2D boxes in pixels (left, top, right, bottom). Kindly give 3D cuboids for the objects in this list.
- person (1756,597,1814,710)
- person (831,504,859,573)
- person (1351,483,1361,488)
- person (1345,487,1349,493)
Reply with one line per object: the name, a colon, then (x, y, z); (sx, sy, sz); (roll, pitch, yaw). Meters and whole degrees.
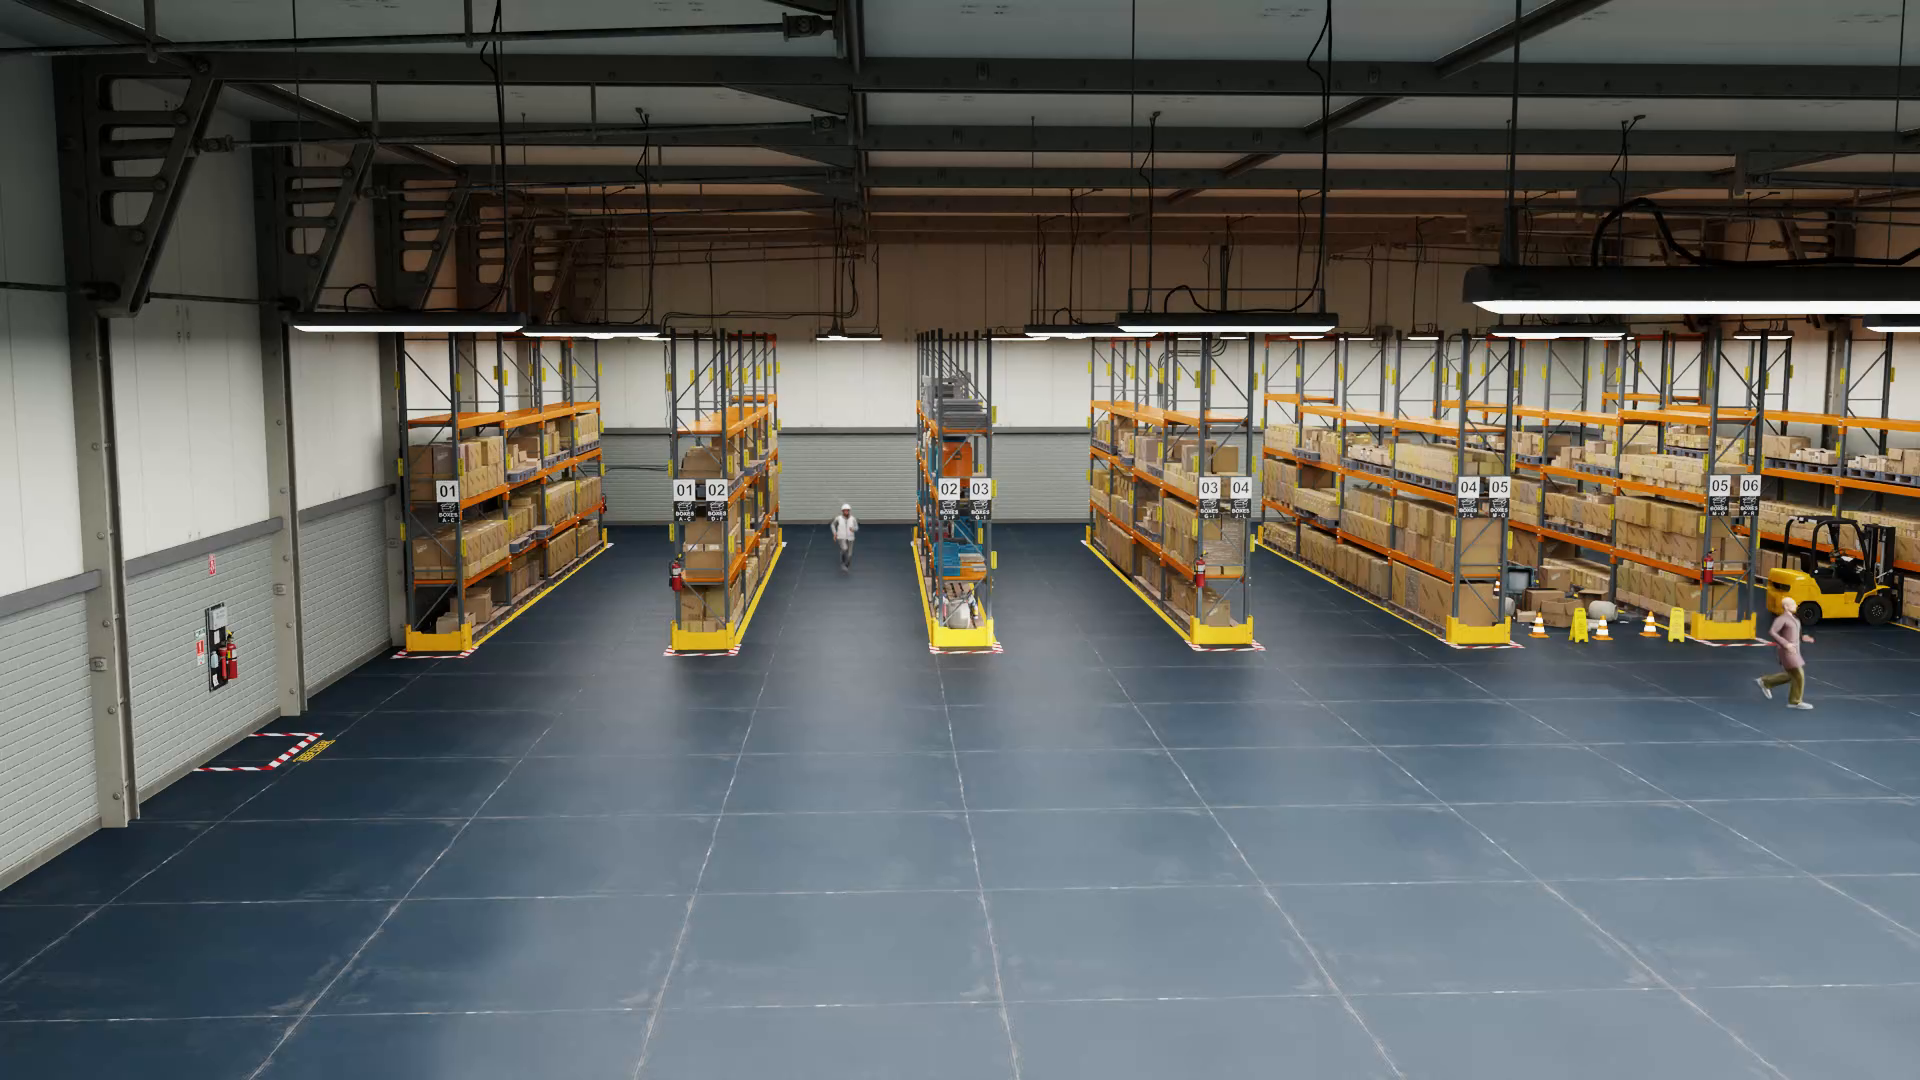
person: (13.030, 1.772, 26.228); (0.884, 1.743, 0.719); (6, 9, 42)
person: (-2.801, -0.015, 40.865); (0.625, 1.744, 0.830); (-2, 7, -18)
person: (11.952, -0.872, 49.406); (0.700, 1.620, 0.610); (-1, 7, -8)
person: (10.843, -0.602, 46.440); (0.667, 1.736, 0.598); (-1, 7, -8)
